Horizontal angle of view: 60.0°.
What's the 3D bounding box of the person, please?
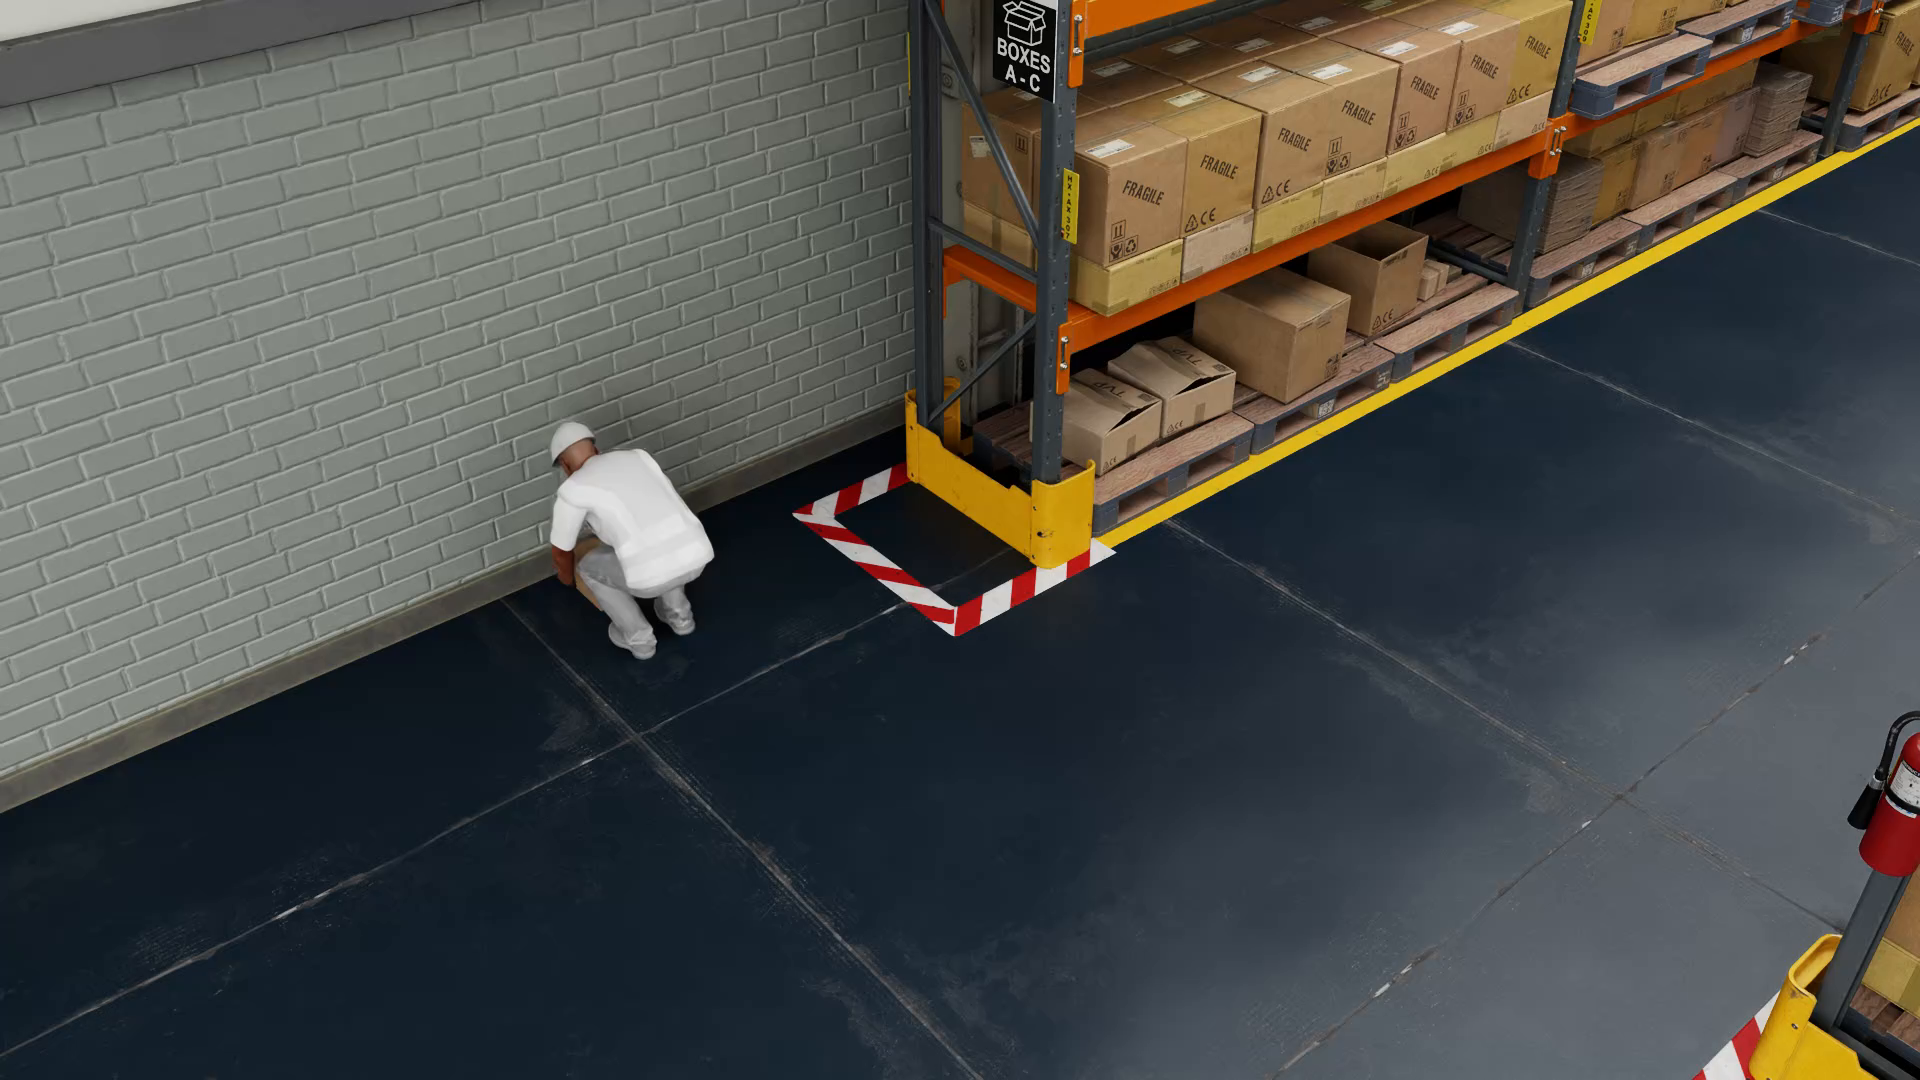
[{"bbox_3d":[-1.552,0.018,7.715,0.580,0.976,0.892,-26,43,-32],"label":"person"}]
